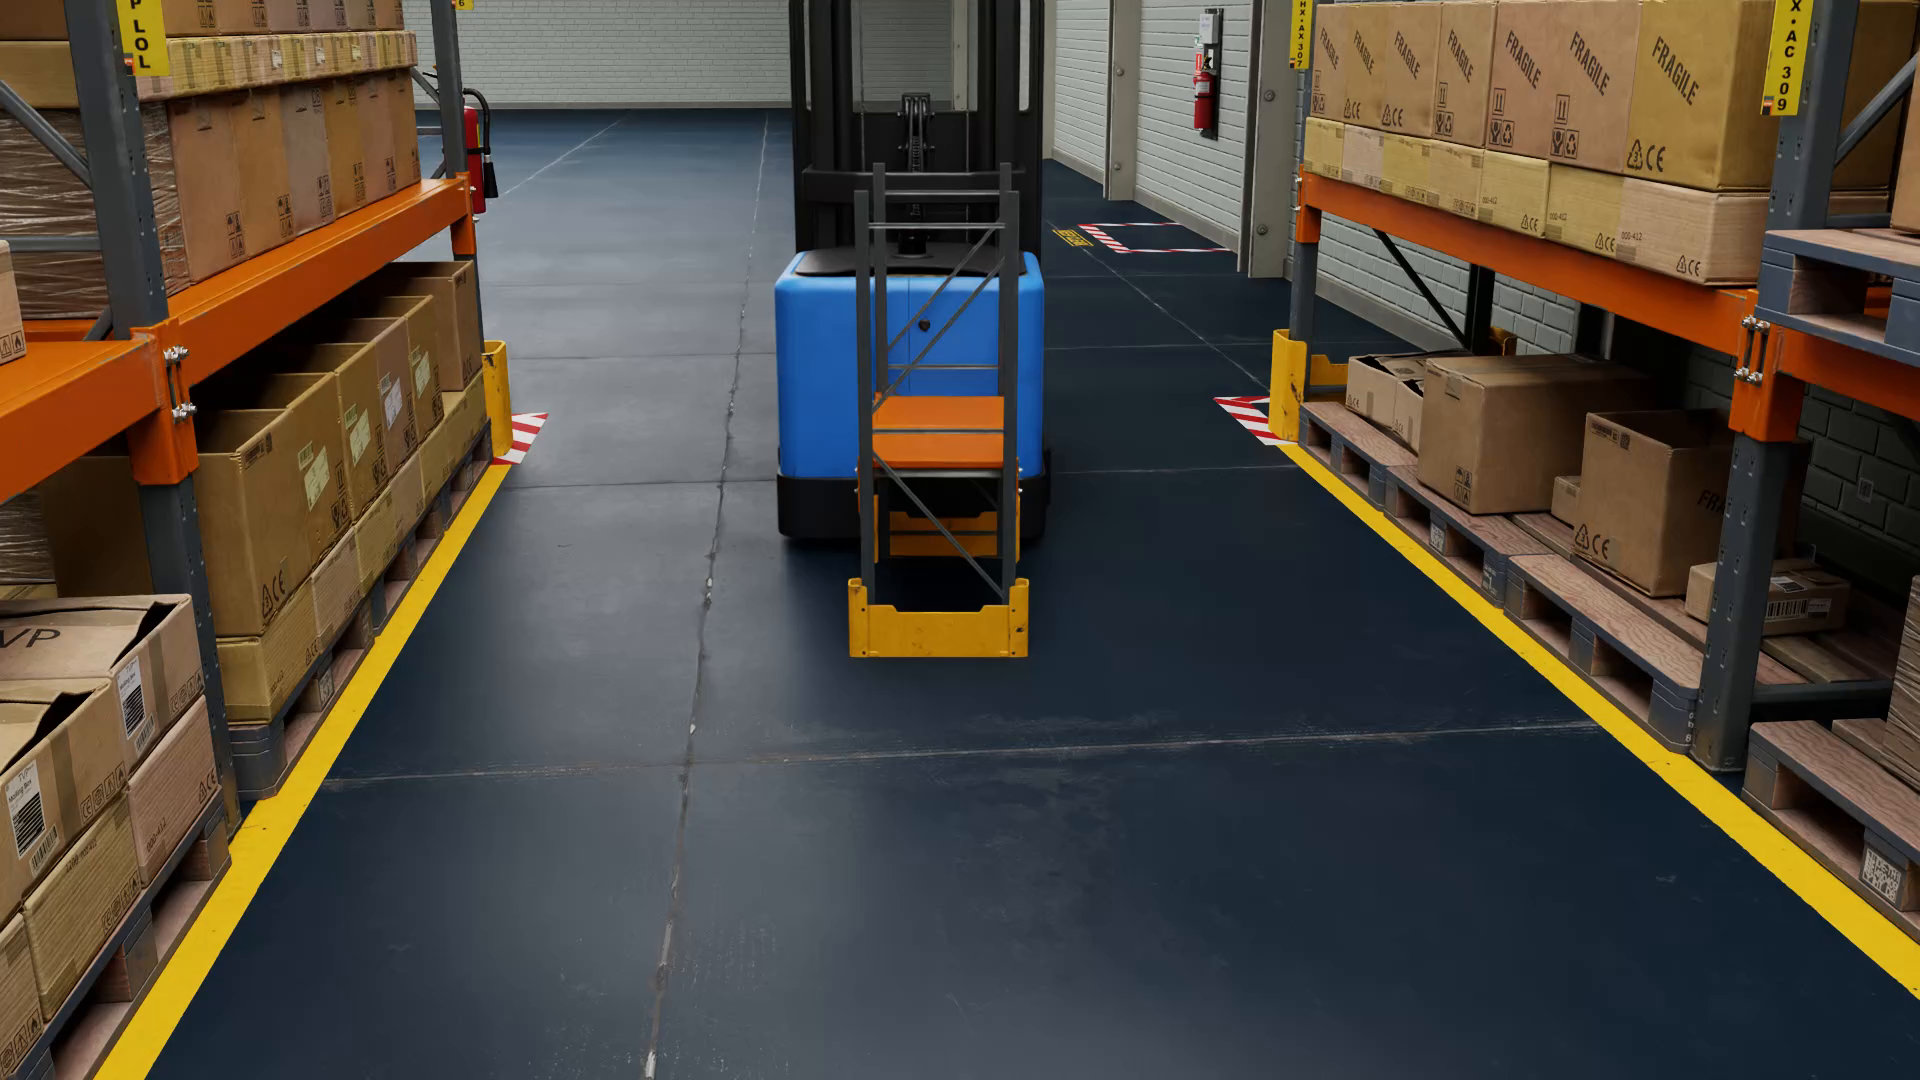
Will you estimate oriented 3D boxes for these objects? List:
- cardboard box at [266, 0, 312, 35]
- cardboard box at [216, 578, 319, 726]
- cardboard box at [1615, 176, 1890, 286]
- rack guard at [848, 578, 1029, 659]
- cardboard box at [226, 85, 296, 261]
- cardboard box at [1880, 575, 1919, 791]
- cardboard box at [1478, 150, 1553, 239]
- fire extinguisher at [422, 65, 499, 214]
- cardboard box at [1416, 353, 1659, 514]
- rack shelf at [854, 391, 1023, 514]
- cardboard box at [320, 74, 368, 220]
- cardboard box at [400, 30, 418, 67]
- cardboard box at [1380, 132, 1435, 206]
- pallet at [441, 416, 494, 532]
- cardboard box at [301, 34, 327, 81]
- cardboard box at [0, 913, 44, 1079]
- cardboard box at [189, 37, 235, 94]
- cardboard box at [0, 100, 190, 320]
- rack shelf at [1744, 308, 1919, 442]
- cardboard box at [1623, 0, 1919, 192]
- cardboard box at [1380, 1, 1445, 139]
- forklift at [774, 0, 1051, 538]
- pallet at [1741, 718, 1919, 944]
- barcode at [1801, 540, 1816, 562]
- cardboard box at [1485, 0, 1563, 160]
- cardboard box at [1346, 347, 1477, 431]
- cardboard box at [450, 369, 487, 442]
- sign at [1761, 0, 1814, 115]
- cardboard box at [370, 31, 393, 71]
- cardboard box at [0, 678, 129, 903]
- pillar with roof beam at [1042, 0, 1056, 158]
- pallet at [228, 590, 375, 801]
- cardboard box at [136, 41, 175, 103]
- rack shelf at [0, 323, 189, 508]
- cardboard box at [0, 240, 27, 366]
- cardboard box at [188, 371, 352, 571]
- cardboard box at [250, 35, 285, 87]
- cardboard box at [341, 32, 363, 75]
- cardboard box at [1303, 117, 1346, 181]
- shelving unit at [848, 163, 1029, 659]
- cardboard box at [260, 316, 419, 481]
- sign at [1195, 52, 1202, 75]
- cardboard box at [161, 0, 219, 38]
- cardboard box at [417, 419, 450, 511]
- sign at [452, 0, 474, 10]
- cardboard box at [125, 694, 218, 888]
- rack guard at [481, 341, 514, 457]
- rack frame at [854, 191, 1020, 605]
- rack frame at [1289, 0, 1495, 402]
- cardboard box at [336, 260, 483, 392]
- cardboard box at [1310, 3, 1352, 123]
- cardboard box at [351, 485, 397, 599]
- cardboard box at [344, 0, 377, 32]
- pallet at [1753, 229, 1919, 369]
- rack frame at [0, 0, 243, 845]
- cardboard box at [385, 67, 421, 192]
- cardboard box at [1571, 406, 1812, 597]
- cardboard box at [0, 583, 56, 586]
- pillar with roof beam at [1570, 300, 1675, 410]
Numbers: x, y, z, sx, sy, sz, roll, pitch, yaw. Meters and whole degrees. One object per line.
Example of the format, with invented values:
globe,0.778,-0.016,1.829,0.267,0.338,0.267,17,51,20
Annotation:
cardboard box,-2.564,-1.907,5.410,0.700,0.500,0.500,-2,18,-6
cardboard box,-2.103,0.305,4.589,0.500,0.250,0.500,-2,18,-6
cardboard box,2.220,-0.883,4.700,0.500,0.250,0.500,-2,18,-6
rack guard,-0.070,0.256,5.444,0.587,0.250,0.087,0,17,0
cardboard box,-2.517,-1.146,5.152,0.700,0.500,0.500,-2,17,-5
cardboard box,2.663,0.388,3.872,0.700,0.500,0.500,-1,17,-4
cardboard box,2.109,-1.181,5.649,0.500,0.250,0.500,-2,18,-6
fire extinguisher,-2.319,-1.864,7.735,0.296,0.674,0.183,-2,18,-6
cardboard box,2.224,-0.424,6.458,0.700,0.500,0.500,-3,18,-9
rack shelf,-0.067,-0.320,5.794,0.538,0.185,1.000,0,17,0
cardboard box,-2.629,-1.455,6.137,0.700,0.500,0.500,-2,18,-5
cardboard box,-2.540,-2.100,7.110,0.380,0.149,0.250,-2,18,-7
cardboard box,2.007,-1.482,6.606,0.500,0.250,0.500,-2,18,-7
pallet,-2.649,-0.294,7.262,1.003,0.211,1.213,-2,18,-6
cardboard box,-2.378,-1.638,5.638,0.380,0.149,0.250,-2,18,-6
cardboard box,-1.922,0.870,2.788,0.500,0.250,0.500,-1,17,-4
cardboard box,-2.275,-1.332,4.663,0.380,0.149,0.250,-2,18,-6
cardboard box,-2.409,-0.839,4.175,0.700,0.500,0.500,-2,18,-7
rack shelf,2.776,0.126,2.470,1.077,0.370,4.000,-2,18,-6
cardboard box,2.214,-1.241,4.586,0.500,0.500,0.500,-2,18,-6
cardboard box,1.996,-1.848,6.520,0.500,0.500,0.500,-2,18,-7
forklift,-0.182,-1.790,7.486,1.130,2.935,3.031,0,17,0
pallet,2.652,0.749,3.940,1.003,0.211,1.213,-2,18,-6
barcode,2.781,0.040,5.447,0.001,0.075,0.075,-2,18,-6
cardboard box,2.115,-1.540,5.538,0.500,0.500,0.500,-2,18,-7
cardboard box,2.139,-0.723,7.728,0.500,0.311,0.500,-4,18,-12
cardboard box,-2.420,-0.589,7.435,0.500,0.250,0.500,-2,18,-6
sign,2.031,-1.208,4.070,0.100,0.325,0.005,-2,18,-6
cardboard box,-2.485,-1.946,6.619,0.380,0.149,0.250,-2,18,-6
cardboard box,-1.970,0.451,3.185,0.500,0.311,0.500,-1,17,-4
pillar with roof beam,-3.048,-9.916,23.237,9.100,9.000,0.400,-2,18,-6
pallet,-2.397,0.433,4.946,1.003,0.211,1.213,-2,18,-6
cardboard box,-2.218,-1.177,4.170,0.380,0.149,0.250,-2,17,-5
rack shelf,-2.150,0.280,1.979,1.077,0.370,4.000,-2,18,-6
cardboard box,-2.262,-0.443,3.329,0.500,0.250,0.500,-1,17,-2
cardboard box,-2.152,-0.202,4.951,0.500,0.500,0.500,-2,18,-6
cardboard box,-2.329,-1.486,5.154,0.380,0.149,0.250,-2,18,-7
cardboard box,-2.434,-1.793,6.131,0.380,0.149,0.250,-1,17,-4
cardboard box,1.892,-1.788,7.582,0.500,0.250,0.500,-2,18,-7
shelving unit,-0.067,-0.489,5.732,0.587,1.500,1.083,0,17,0
cardboard box,-2.250,-0.500,5.900,0.500,0.500,0.500,-2,18,-6
sign,2.300,-4.533,16.050,0.001,0.329,0.234,-2,18,-6
cardboard box,-2.462,-1.609,4.460,0.700,0.500,0.500,-2,18,-6
cardboard box,-2.303,-0.291,6.487,0.500,0.250,0.500,-2,18,-6
sign,-2.228,-2.529,7.397,0.100,0.325,0.005,-2,18,-6
cardboard box,-2.026,0.567,3.754,0.500,0.250,0.500,-2,18,-6
rack guard,-2.772,-0.666,7.963,1.175,0.500,0.348,-2,18,-6
rack frame,-0.070,-0.340,5.255,0.500,1.500,0.032,0,17,0
rack frame,2.158,-2.005,8.057,1.000,3.000,0.127,-2,18,-6
cardboard box,-2.418,-0.947,7.323,0.500,0.500,0.500,-2,18,-6
cardboard box,1.908,-2.150,7.481,0.500,0.500,0.500,-2,18,-6
cardboard box,-2.196,0.006,5.539,0.500,0.250,0.500,-2,18,-6
cardboard box,-2.669,-2.206,6.363,0.700,0.500,0.500,-2,18,-7
pallet,2.504,-0.490,3.550,1.003,0.211,1.213,-2,18,-6
rack frame,-2.357,-0.659,3.770,1.000,3.000,0.127,-2,18,-6
cardboard box,-2.734,-1.759,7.106,0.700,0.500,0.500,-2,18,-6
cardboard box,2.423,-0.139,5.550,0.500,0.500,0.500,-3,18,-10
cardboard box,-2.664,0.171,5.013,0.500,0.250,0.500,-2,18,-6
pillar with roof beam,-1.192,-4.553,6.155,9.100,9.000,0.400,-2,18,-6
